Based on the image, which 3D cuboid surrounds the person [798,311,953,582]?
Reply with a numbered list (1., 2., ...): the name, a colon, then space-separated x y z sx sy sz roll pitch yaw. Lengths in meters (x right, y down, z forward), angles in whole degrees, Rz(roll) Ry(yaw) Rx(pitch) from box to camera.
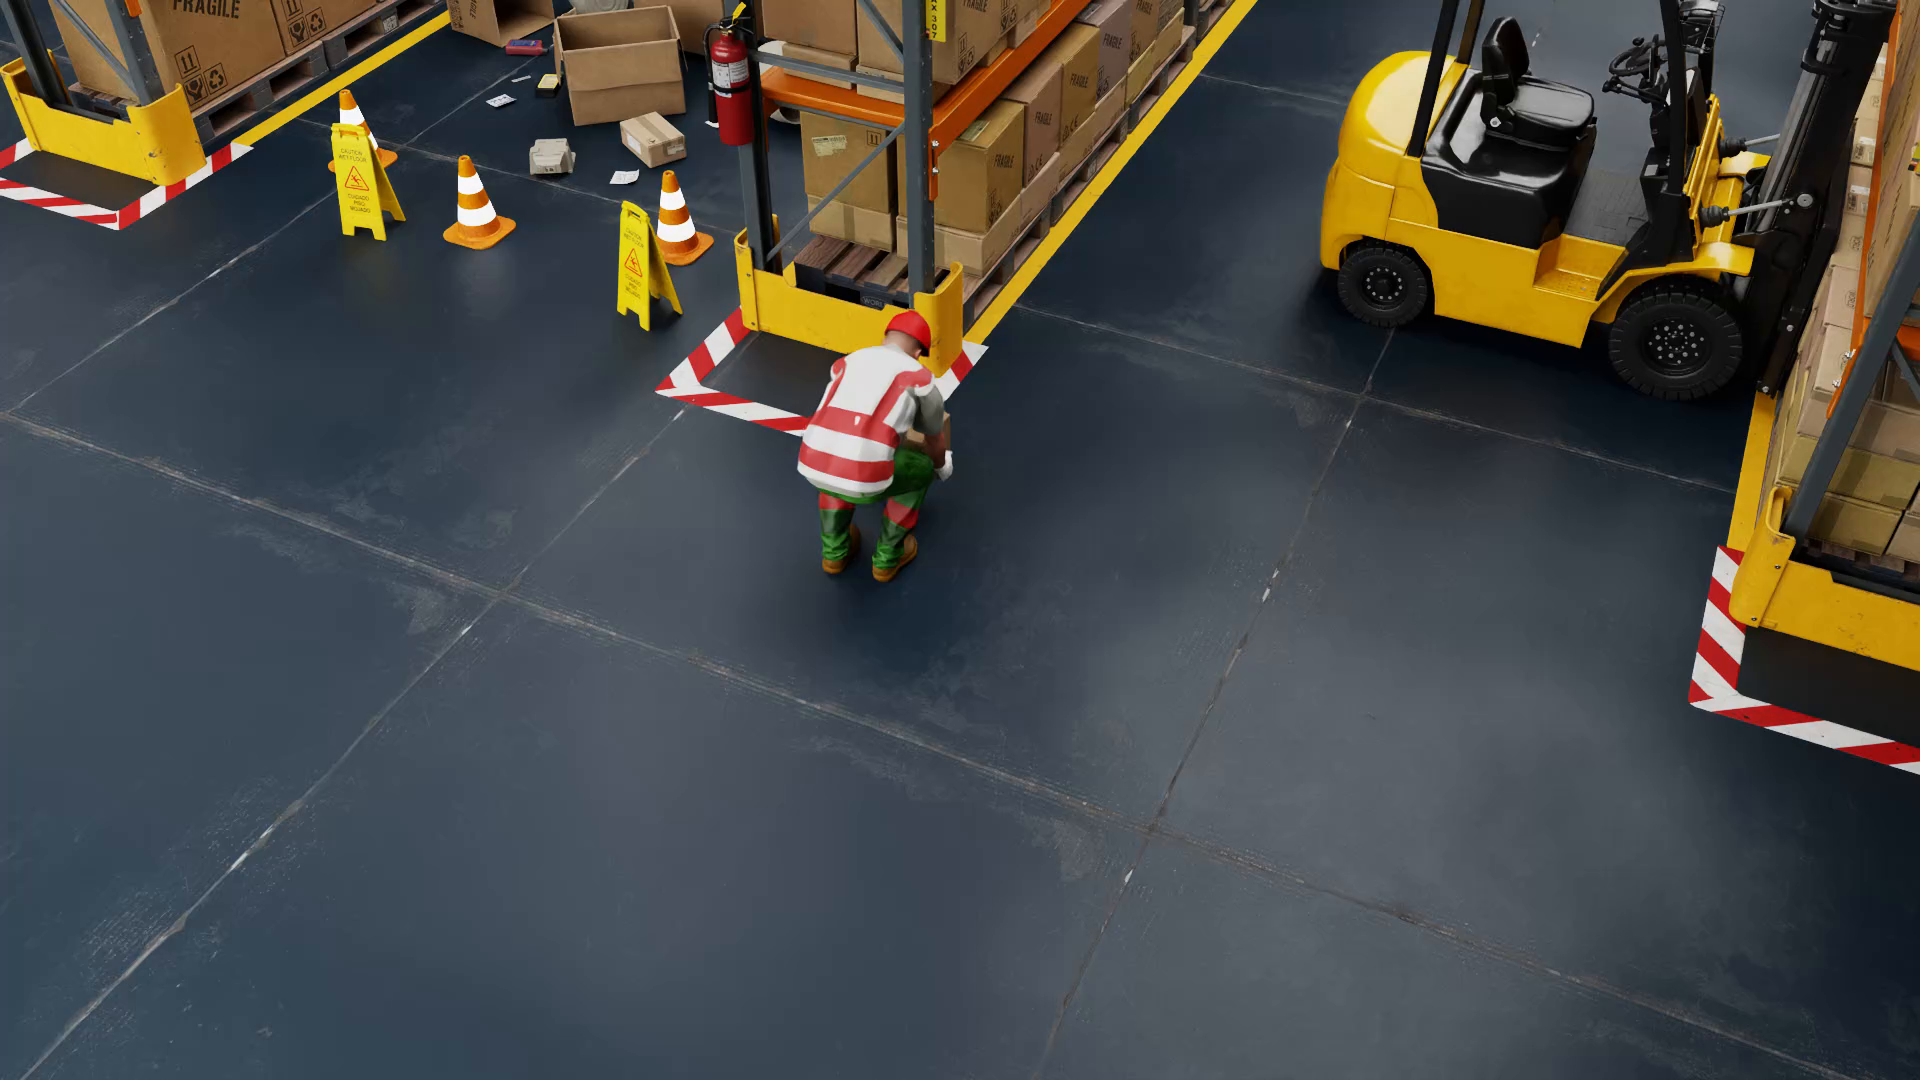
1. person: -0.354 -0.366 7.158 0.530 0.986 0.950 16 44 17
